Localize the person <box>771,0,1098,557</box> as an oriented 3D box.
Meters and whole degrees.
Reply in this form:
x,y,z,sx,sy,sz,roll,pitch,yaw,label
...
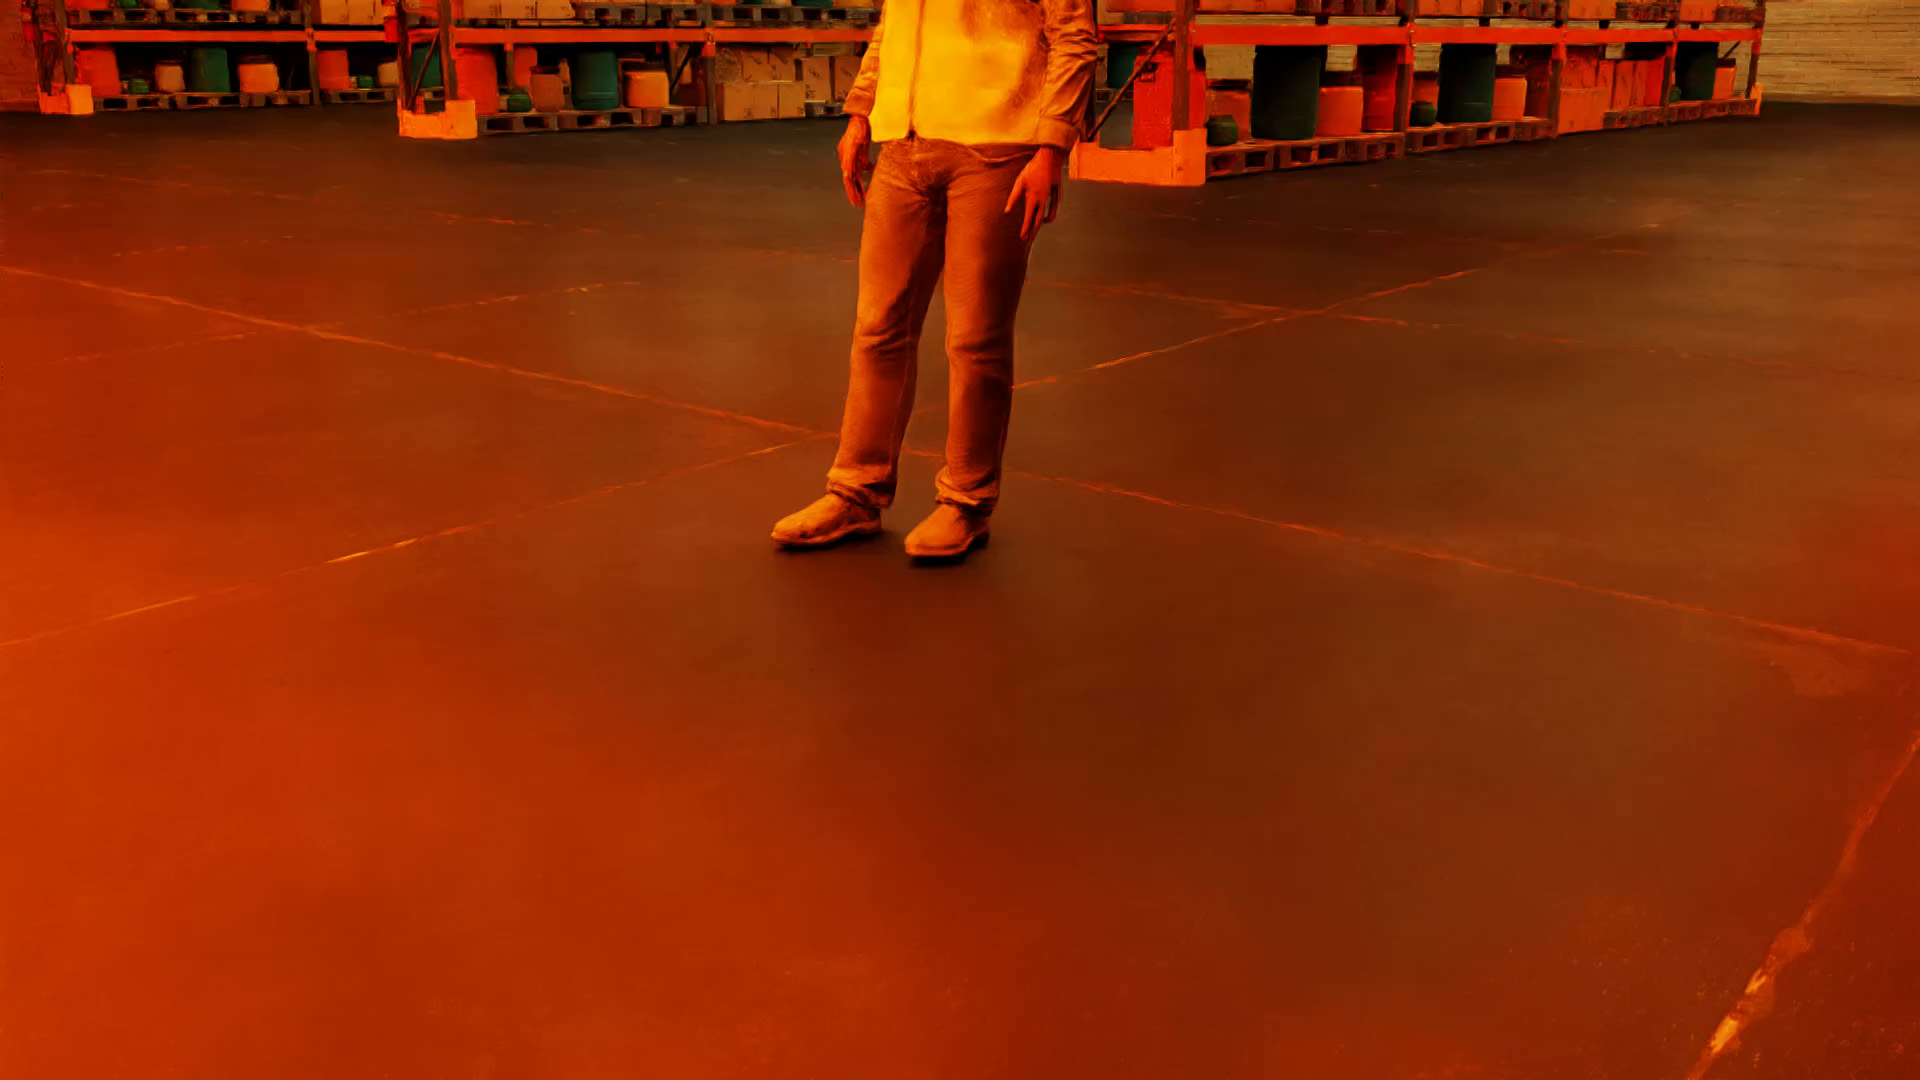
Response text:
x,y,z,sx,sy,sz,roll,pitch,yaw,label
-0.046,-0.843,3.641,0.632,1.773,0.567,13,21,37,person
